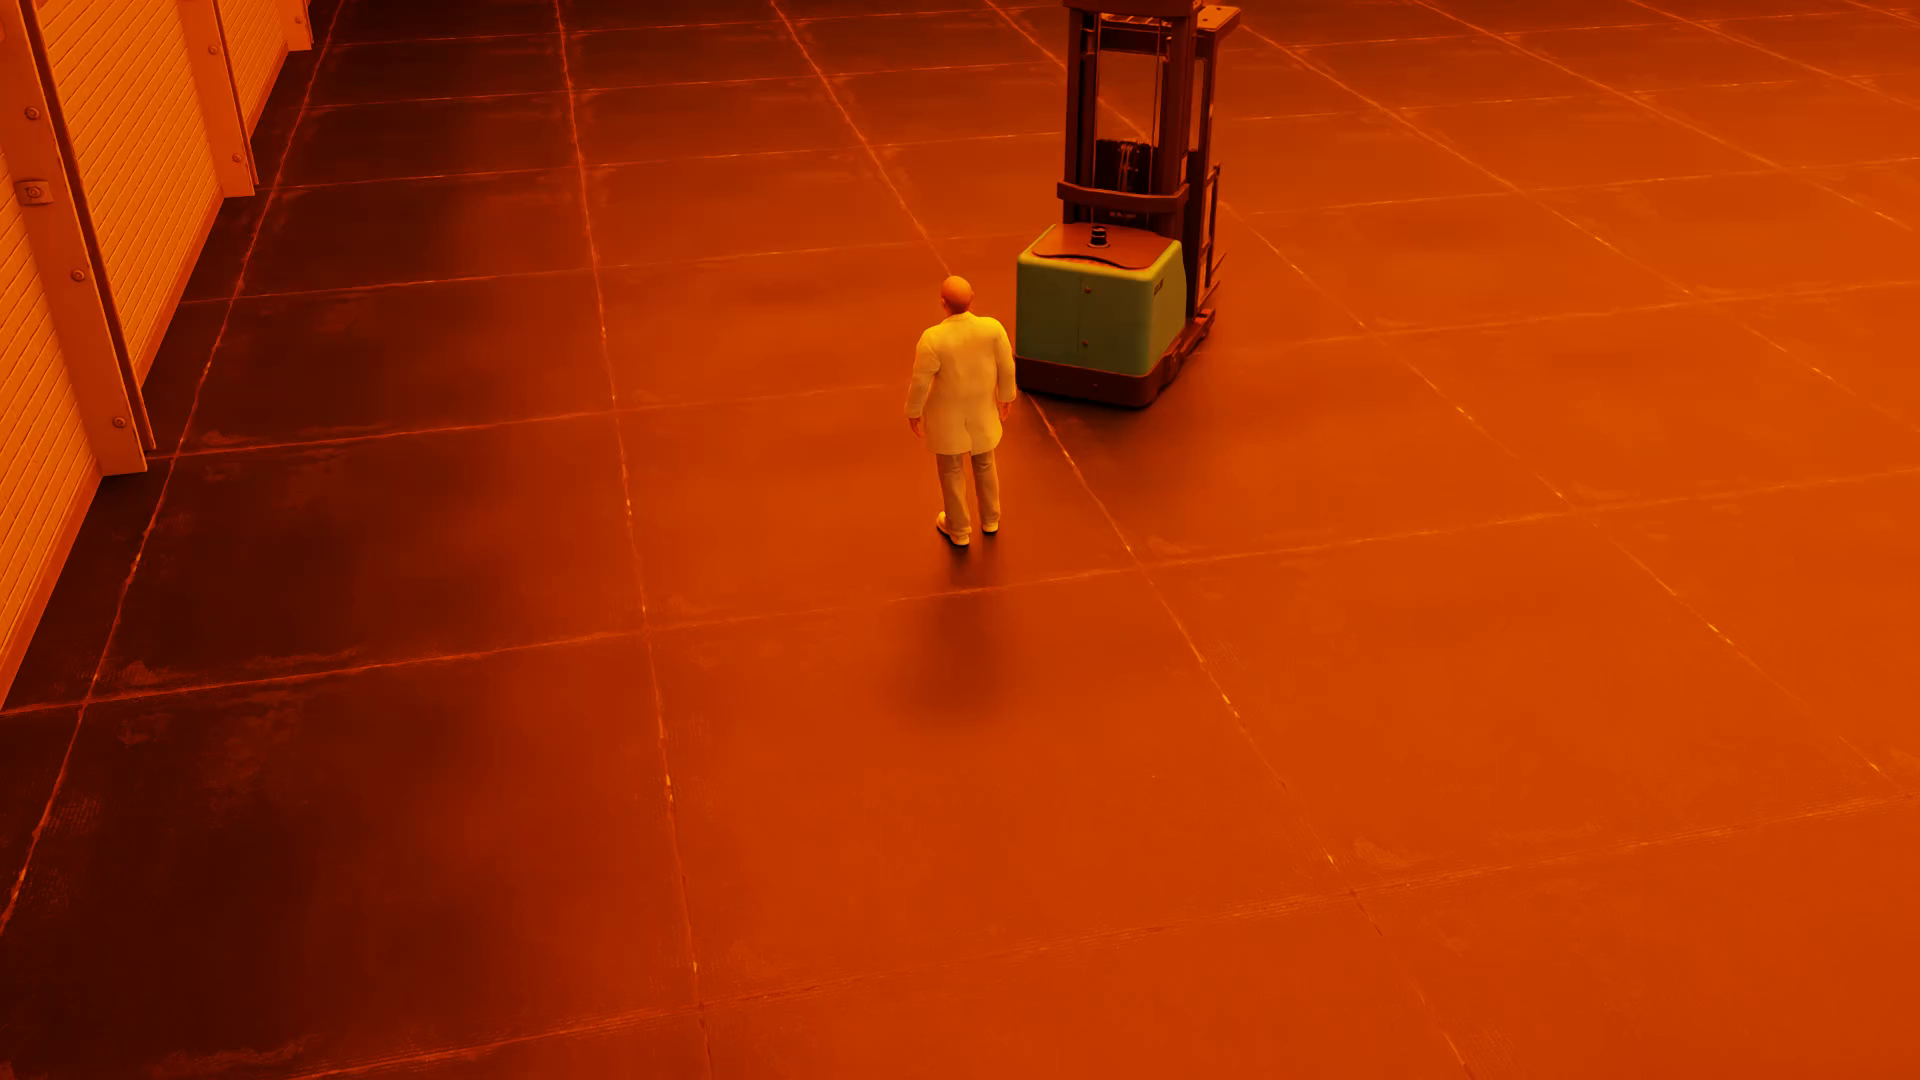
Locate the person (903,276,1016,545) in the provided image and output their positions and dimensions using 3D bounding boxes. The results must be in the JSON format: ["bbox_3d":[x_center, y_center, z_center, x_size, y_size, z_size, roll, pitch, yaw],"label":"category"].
[{"bbox_3d":[-0.016,-0.820,10.128,0.696,1.776,0.581,-7,31,-12],"label":"person"}]

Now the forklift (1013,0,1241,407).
[{"bbox_3d":[1.419,-2.952,12.674,1.130,2.935,3.031,12,32,19],"label":"forklift"}]
